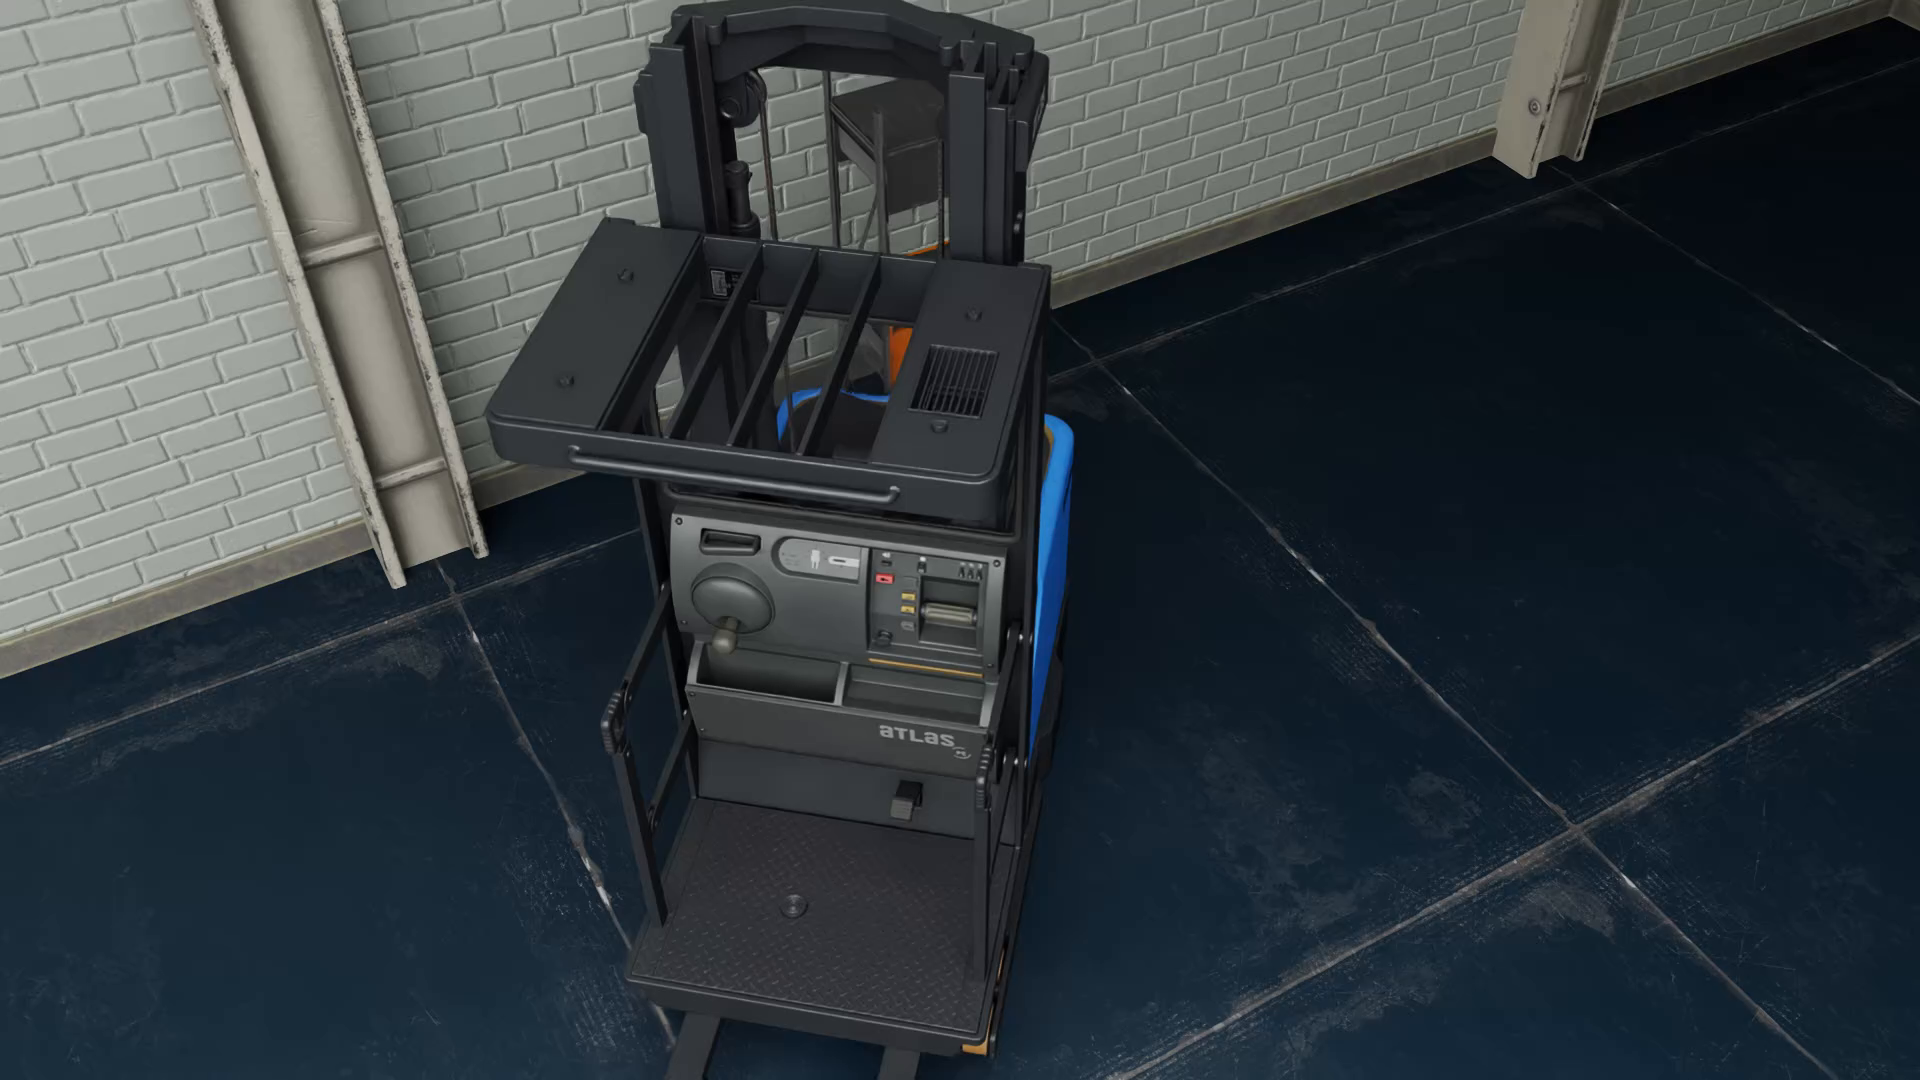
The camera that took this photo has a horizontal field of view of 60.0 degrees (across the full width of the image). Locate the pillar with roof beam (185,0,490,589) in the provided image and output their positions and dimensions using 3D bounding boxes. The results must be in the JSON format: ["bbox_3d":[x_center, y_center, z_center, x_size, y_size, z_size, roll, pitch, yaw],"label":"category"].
[{"bbox_3d":[0.007,-0.596,0.903,0.400,9.000,9.100,-22,48,-21],"label":"pillar with roof beam"}]

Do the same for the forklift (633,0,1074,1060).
[{"bbox_3d":[-0.377,0.243,4.395,1.130,2.935,3.031,7,45,8],"label":"forklift"}]

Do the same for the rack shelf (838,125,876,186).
[{"bbox_3d":[-0.127,-1.310,5.463,0.442,0.100,0.332,-21,48,-20],"label":"rack shelf"}]

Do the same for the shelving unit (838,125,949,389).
[{"bbox_3d":[-0.121,-0.748,6.013,0.492,2.100,0.431,-21,48,-20],"label":"shelving unit"}]

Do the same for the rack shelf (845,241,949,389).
[{"bbox_3d":[-0.127,-0.736,6.020,0.480,0.518,0.431,-21,48,-20],"label":"rack shelf"}]
